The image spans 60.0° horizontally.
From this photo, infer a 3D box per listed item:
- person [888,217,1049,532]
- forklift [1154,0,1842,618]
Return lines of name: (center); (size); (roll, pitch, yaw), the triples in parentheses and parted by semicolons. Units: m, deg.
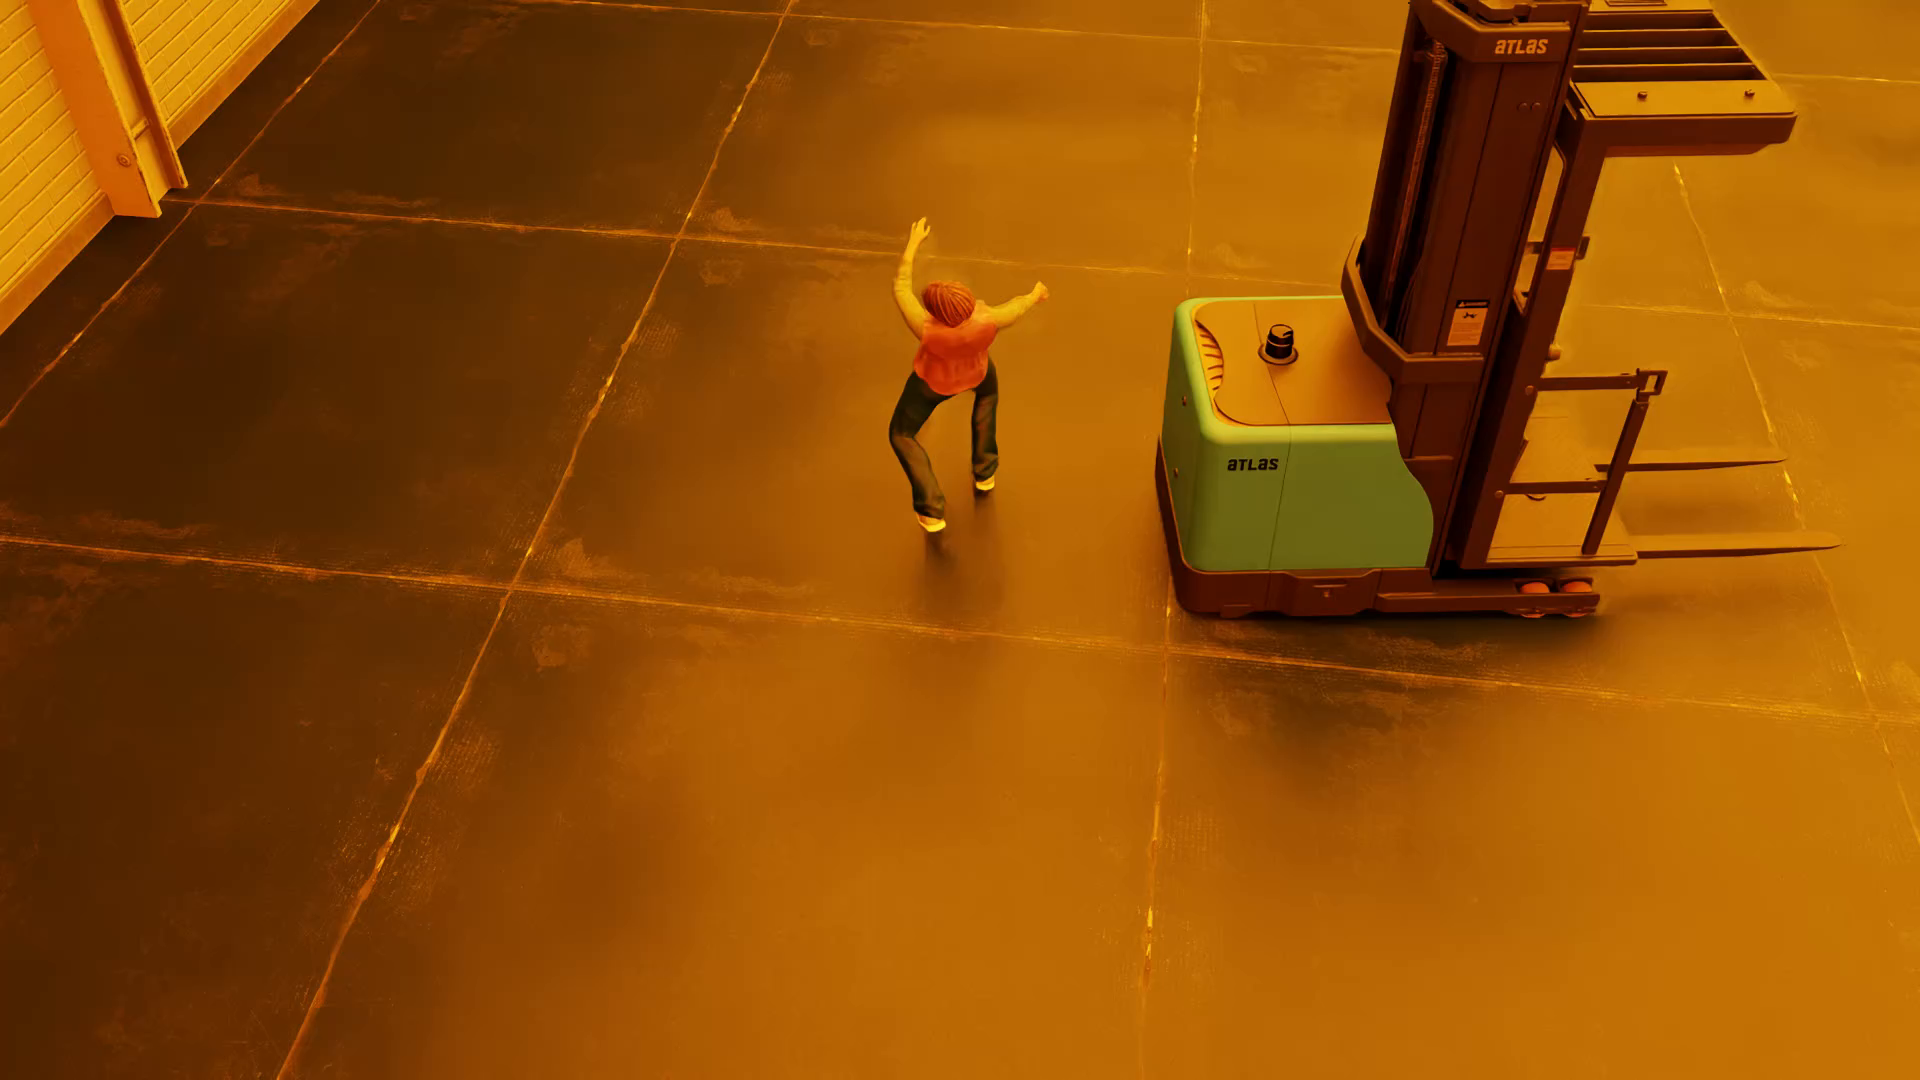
person: (0.060, -0.792, 7.724); (0.892, 1.380, 0.710); (-22, 47, -22)
forklift: (2.478, -1.088, 6.908); (3.031, 2.935, 1.130); (-1, 43, -1)
